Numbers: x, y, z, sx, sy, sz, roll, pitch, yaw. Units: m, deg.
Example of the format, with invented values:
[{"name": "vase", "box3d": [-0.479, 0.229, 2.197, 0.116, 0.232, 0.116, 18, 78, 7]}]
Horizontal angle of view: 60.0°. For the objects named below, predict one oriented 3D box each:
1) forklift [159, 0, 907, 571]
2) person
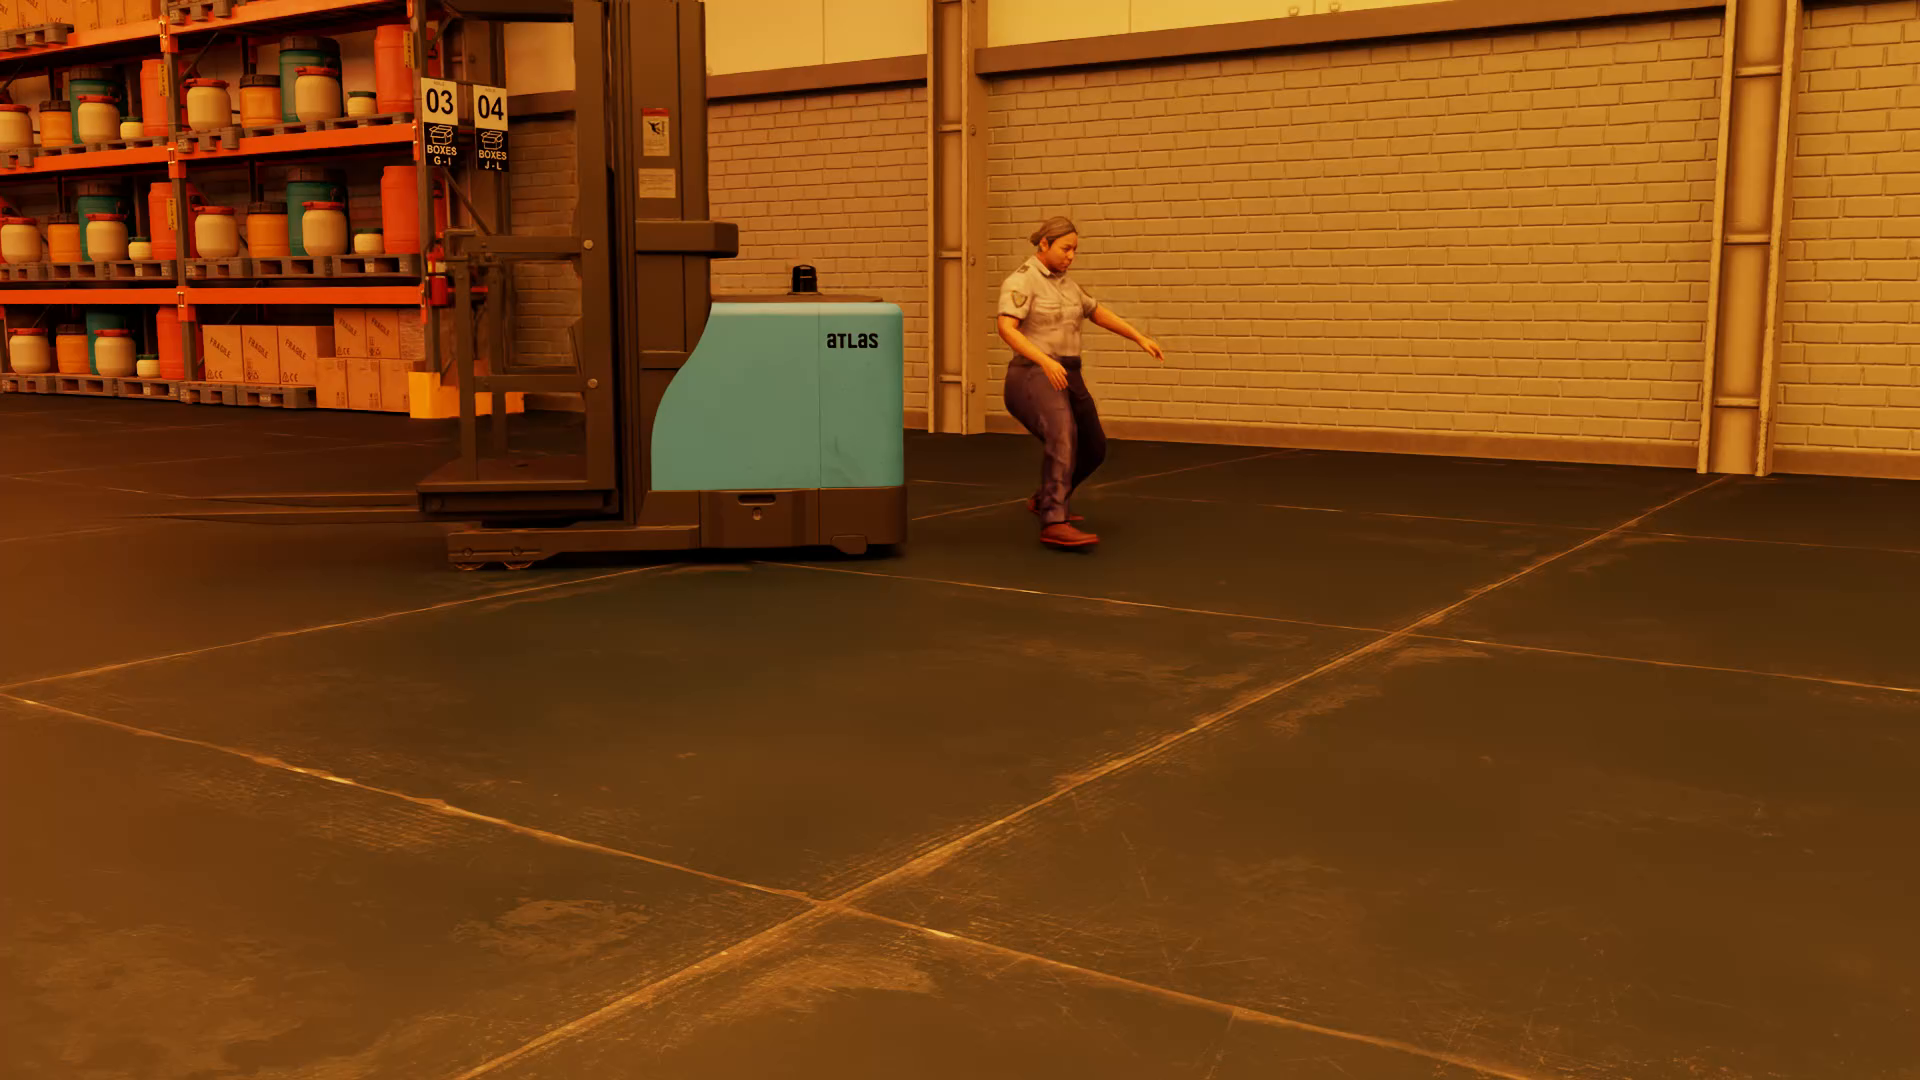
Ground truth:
[{"name": "forklift", "box3d": [-1.785, -1.406, 7.079, 3.031, 2.935, 1.130, -1, 8, -8]}, {"name": "person", "box3d": [0.506, -0.741, 7.734, 0.941, 1.505, 1.013, 6, 10, 38]}]
